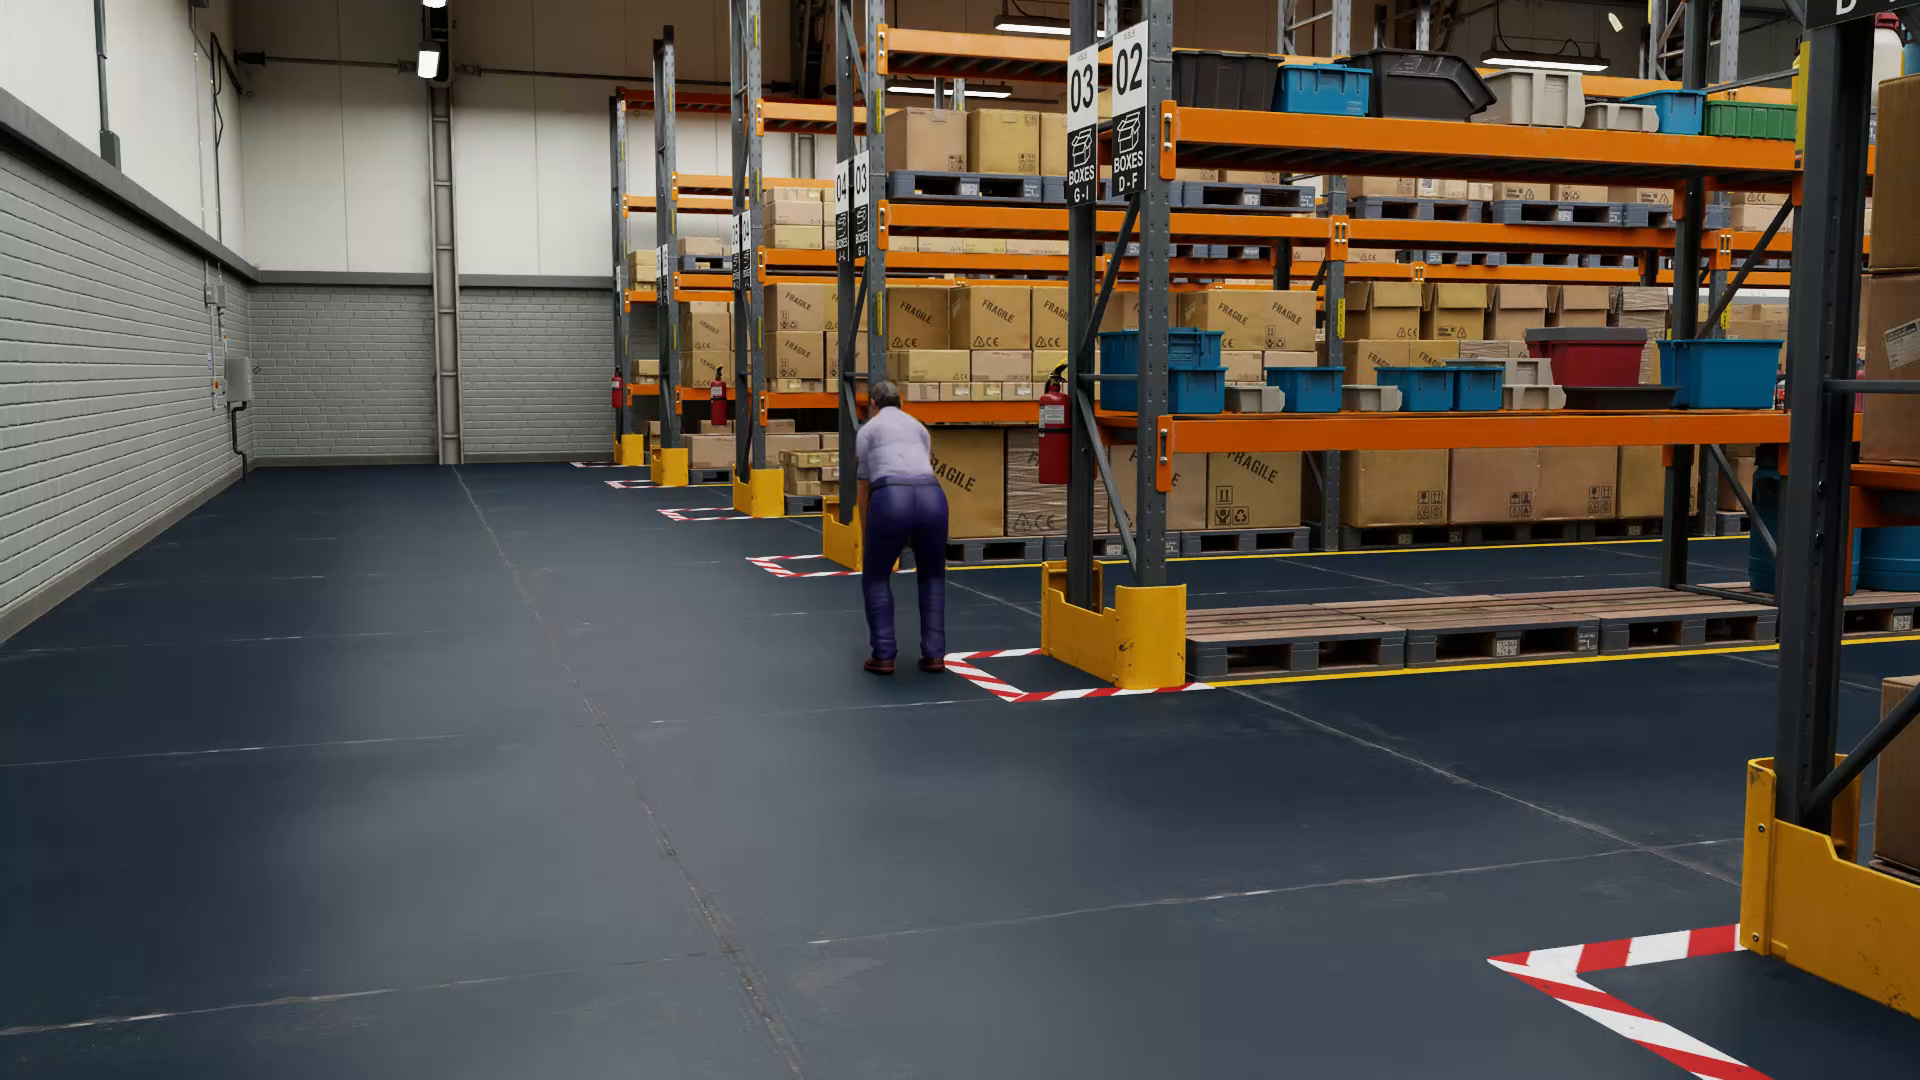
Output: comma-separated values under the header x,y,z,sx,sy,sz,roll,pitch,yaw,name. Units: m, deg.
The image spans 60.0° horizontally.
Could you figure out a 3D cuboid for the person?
x,y,z,sx,sy,sz,roll,pitch,yaw,name
-0.314,-0.076,8.667,0.441,1.497,0.675,-2,6,-16,person
